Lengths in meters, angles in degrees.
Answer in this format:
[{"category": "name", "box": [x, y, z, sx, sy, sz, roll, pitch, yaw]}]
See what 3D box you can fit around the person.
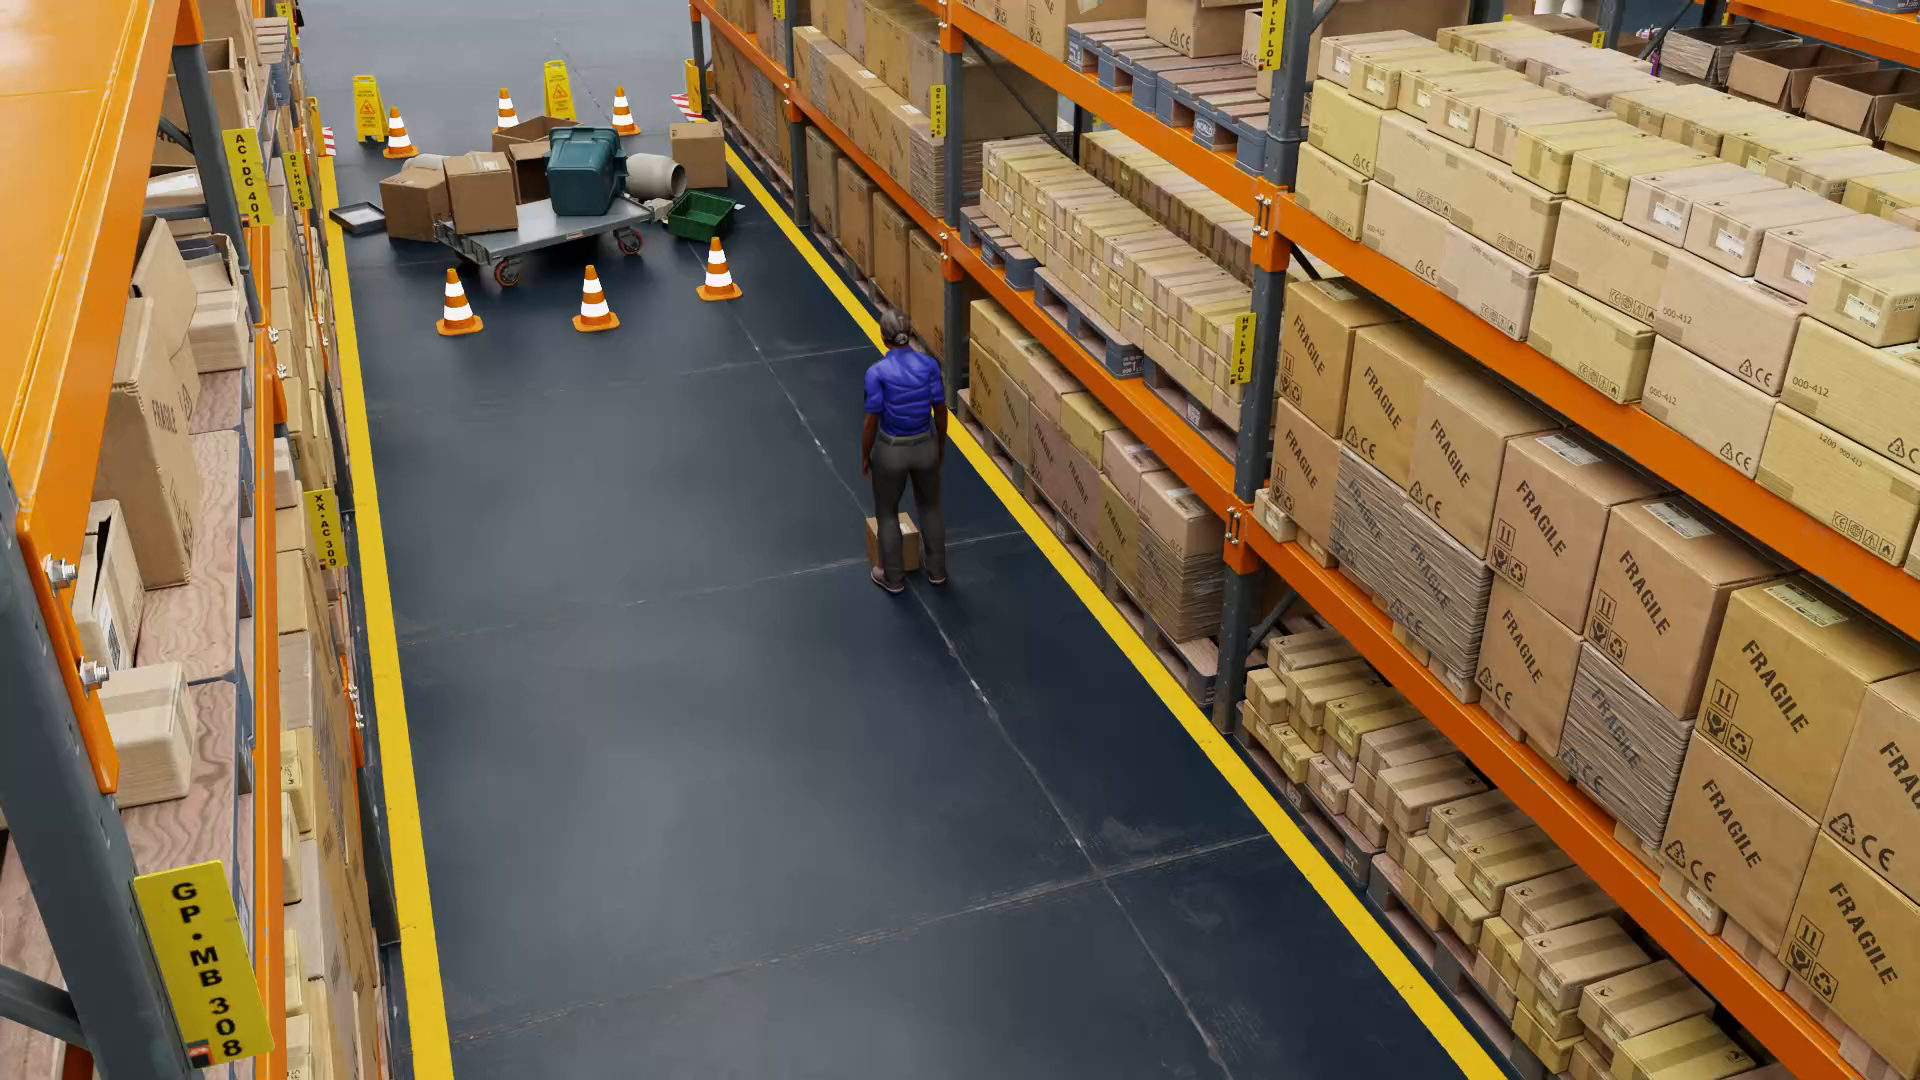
[{"category": "person", "box": [-0.300, -0.480, 9.173, 0.509, 1.655, 0.350, -11, 32, -18]}]
